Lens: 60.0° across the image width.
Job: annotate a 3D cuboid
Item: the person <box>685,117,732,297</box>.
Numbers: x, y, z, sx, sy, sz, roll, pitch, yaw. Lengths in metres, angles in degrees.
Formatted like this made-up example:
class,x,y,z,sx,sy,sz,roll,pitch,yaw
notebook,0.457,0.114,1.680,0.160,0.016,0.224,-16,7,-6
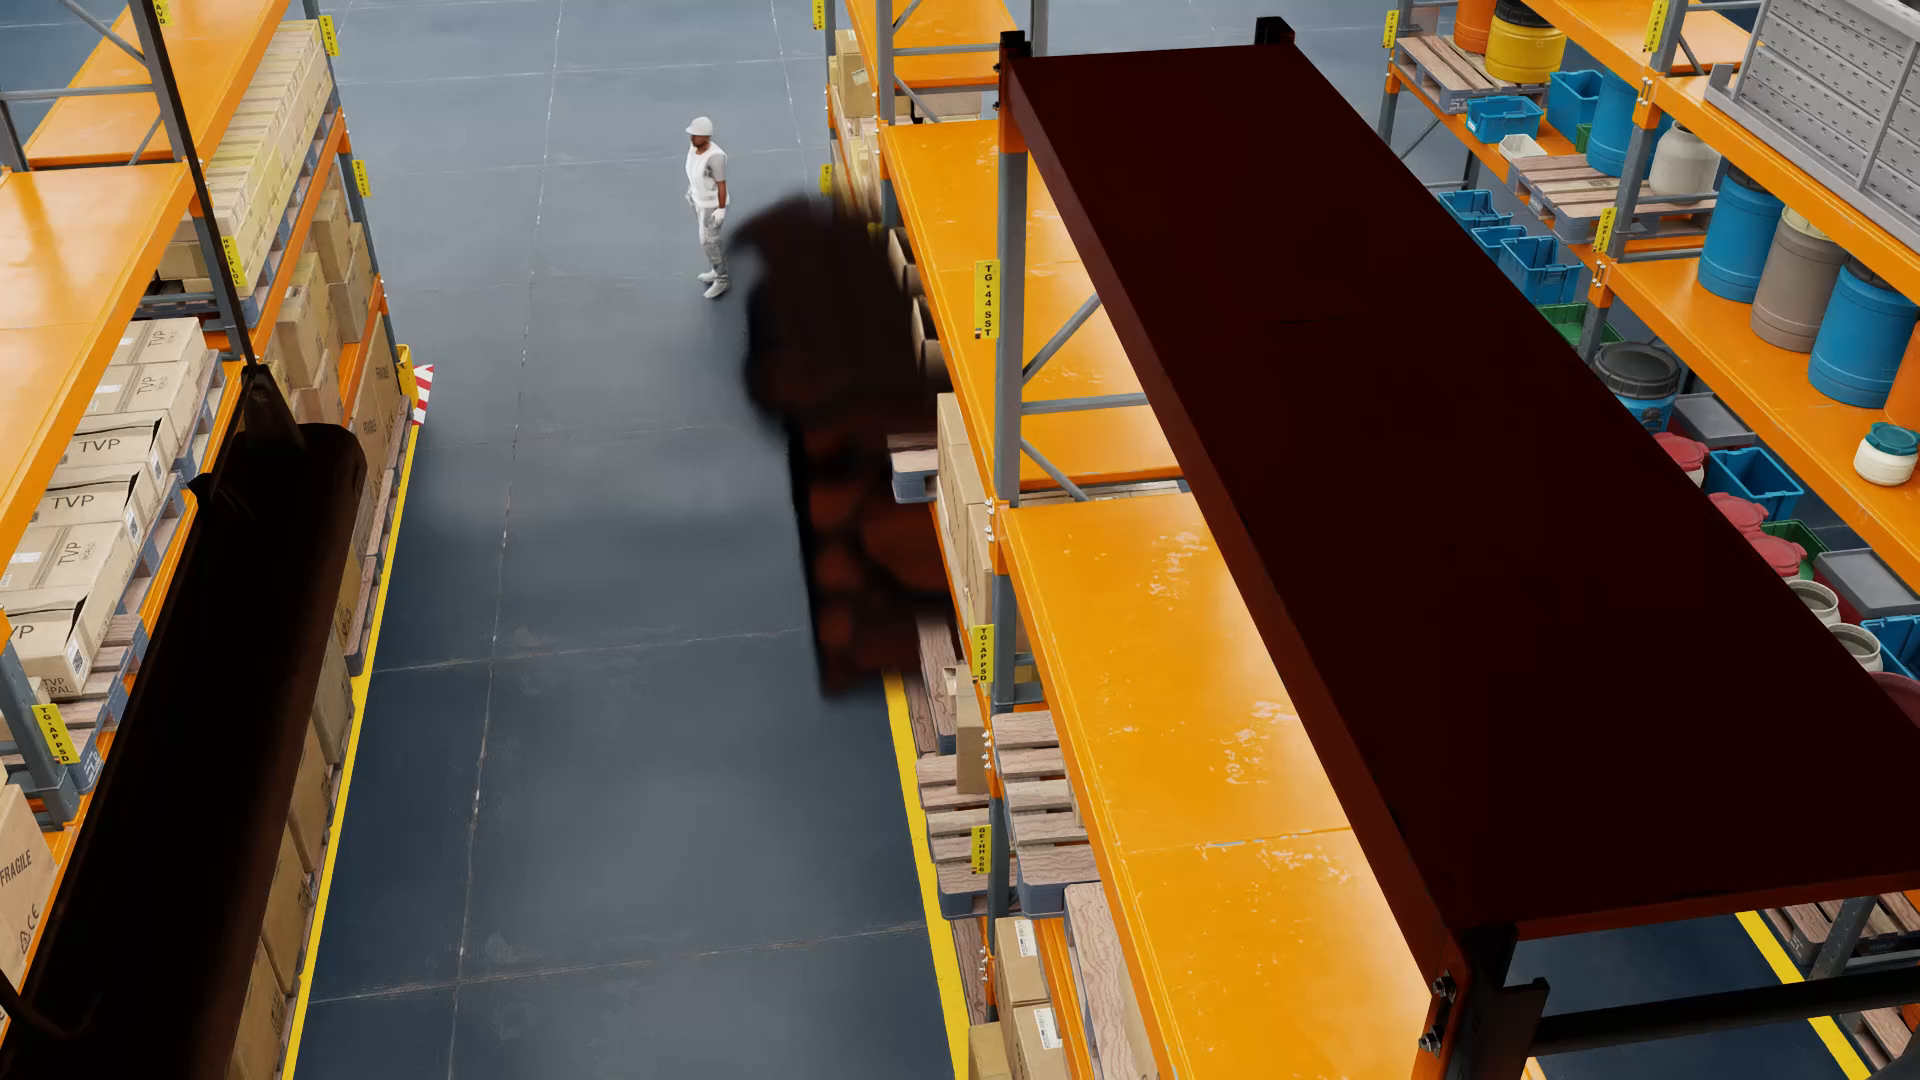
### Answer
class,x,y,z,sx,sy,sz,roll,pitch,yaw
person,-2.523,-3.360,16.564,0.400,1.803,0.661,-16,39,-21
